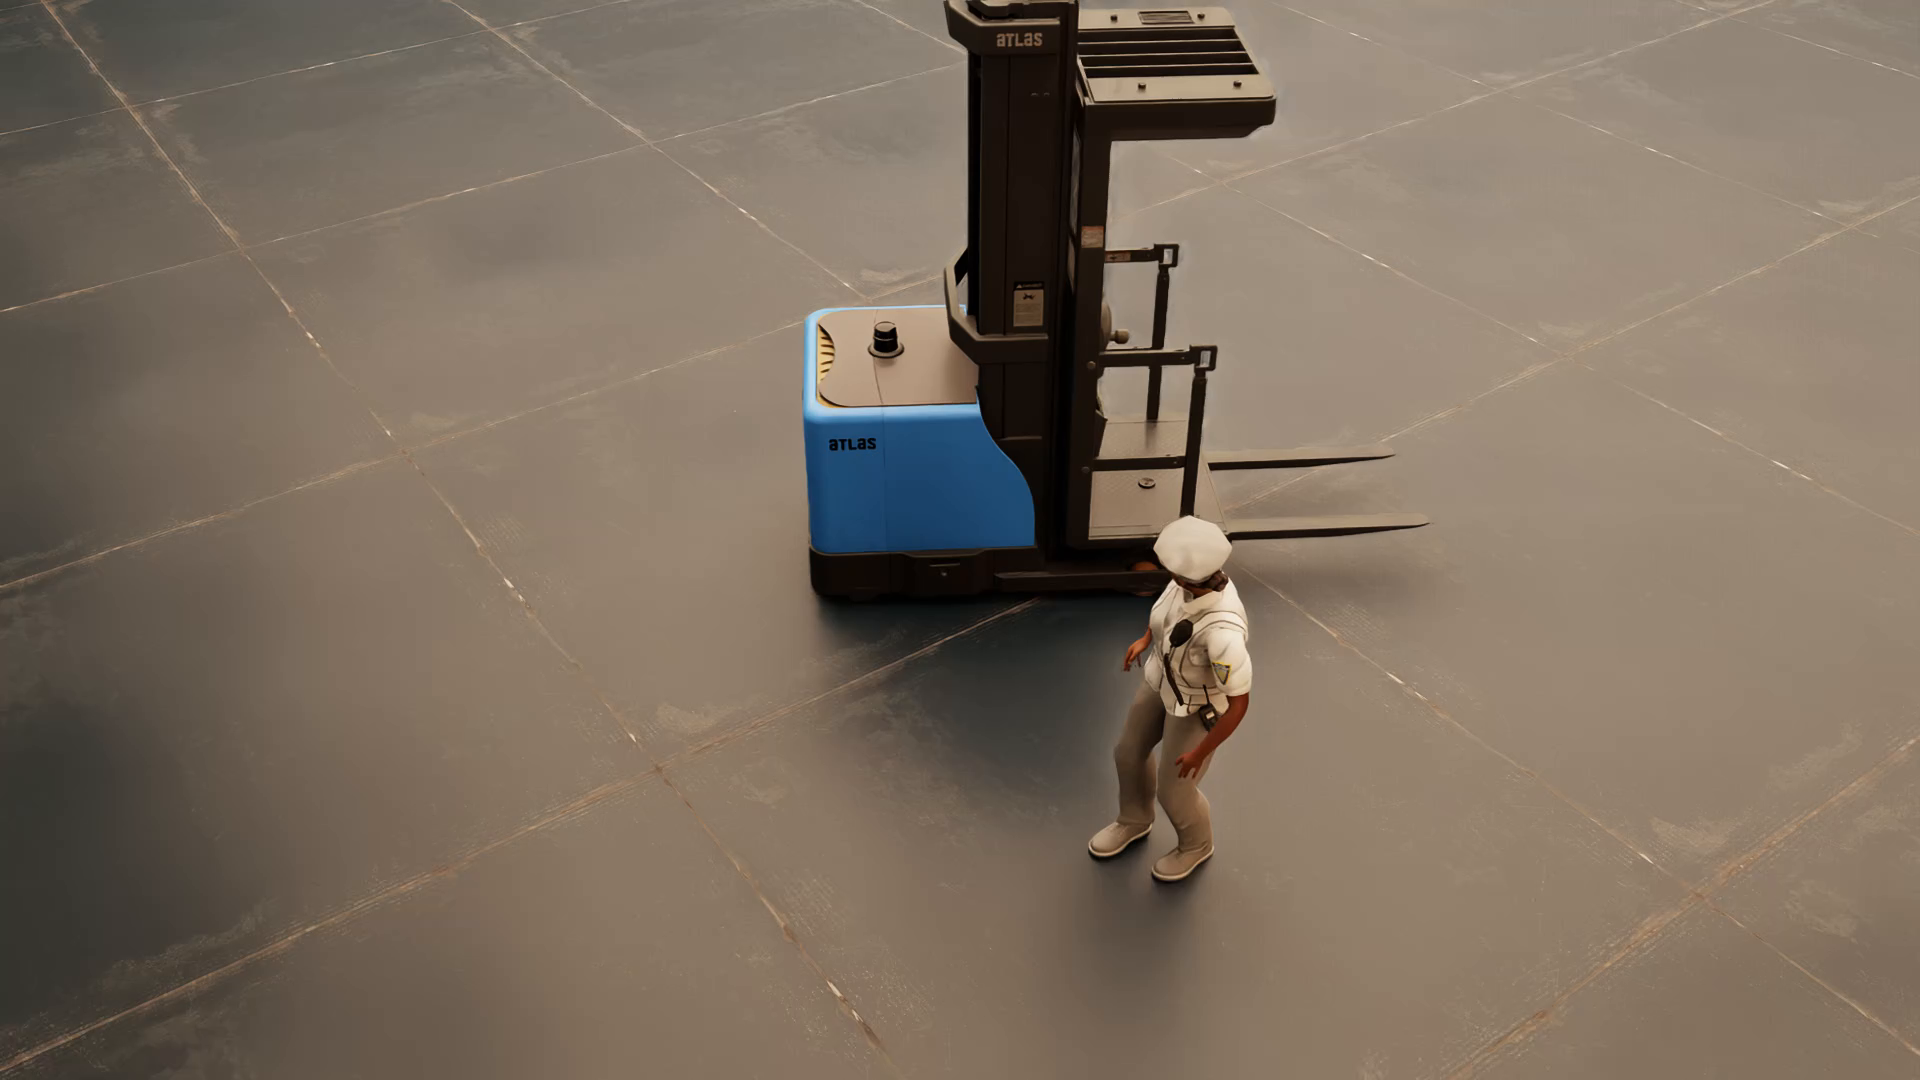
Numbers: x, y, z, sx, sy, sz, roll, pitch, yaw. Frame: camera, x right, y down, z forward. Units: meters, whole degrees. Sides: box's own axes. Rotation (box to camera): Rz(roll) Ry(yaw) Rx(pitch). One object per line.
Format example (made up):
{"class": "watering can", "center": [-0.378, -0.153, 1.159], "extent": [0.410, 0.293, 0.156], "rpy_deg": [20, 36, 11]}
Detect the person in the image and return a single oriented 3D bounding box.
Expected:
{"class": "person", "center": [0.798, 0.628, 6.180], "extent": [0.479, 1.650, 0.653], "rpy_deg": [-14, 39, -18]}

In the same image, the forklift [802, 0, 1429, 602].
{"class": "forklift", "center": [0.768, -1.221, 7.596], "extent": [3.031, 2.935, 1.130], "rpy_deg": [-2, 37, -3]}
